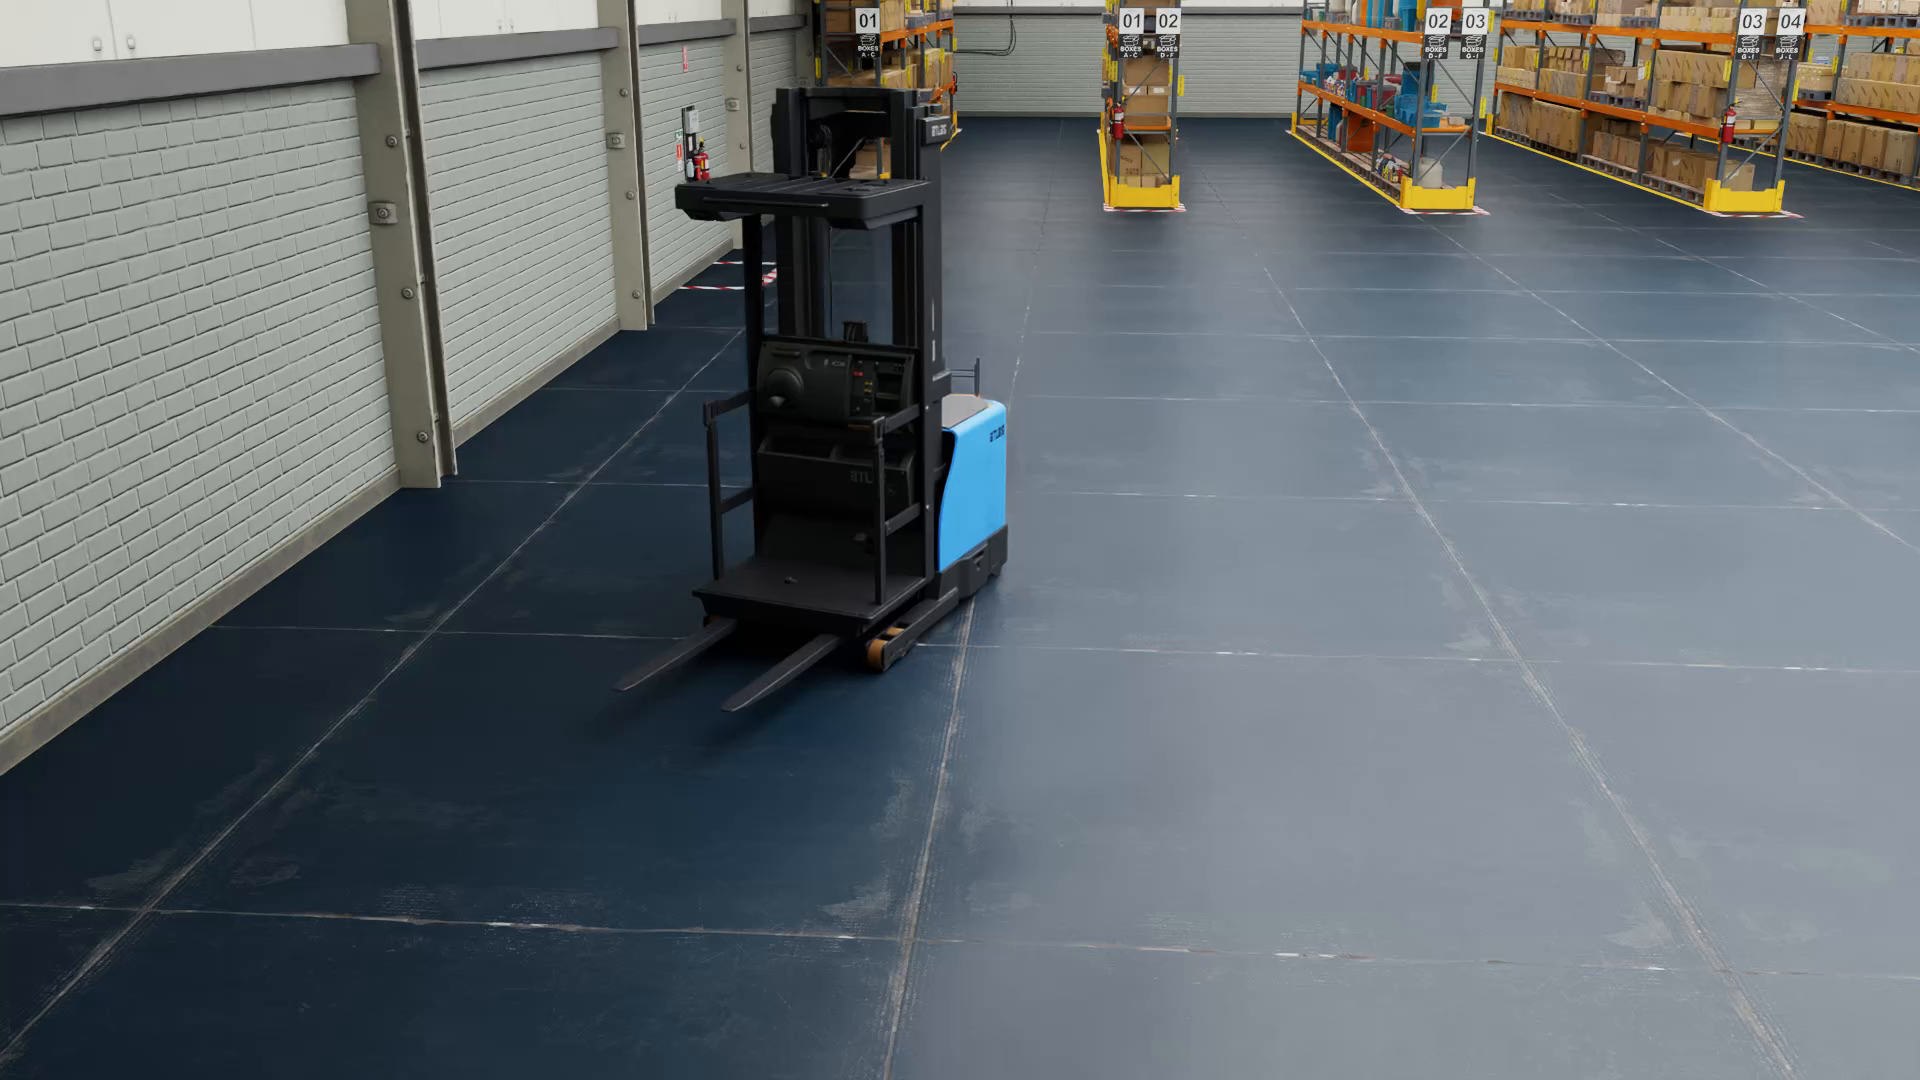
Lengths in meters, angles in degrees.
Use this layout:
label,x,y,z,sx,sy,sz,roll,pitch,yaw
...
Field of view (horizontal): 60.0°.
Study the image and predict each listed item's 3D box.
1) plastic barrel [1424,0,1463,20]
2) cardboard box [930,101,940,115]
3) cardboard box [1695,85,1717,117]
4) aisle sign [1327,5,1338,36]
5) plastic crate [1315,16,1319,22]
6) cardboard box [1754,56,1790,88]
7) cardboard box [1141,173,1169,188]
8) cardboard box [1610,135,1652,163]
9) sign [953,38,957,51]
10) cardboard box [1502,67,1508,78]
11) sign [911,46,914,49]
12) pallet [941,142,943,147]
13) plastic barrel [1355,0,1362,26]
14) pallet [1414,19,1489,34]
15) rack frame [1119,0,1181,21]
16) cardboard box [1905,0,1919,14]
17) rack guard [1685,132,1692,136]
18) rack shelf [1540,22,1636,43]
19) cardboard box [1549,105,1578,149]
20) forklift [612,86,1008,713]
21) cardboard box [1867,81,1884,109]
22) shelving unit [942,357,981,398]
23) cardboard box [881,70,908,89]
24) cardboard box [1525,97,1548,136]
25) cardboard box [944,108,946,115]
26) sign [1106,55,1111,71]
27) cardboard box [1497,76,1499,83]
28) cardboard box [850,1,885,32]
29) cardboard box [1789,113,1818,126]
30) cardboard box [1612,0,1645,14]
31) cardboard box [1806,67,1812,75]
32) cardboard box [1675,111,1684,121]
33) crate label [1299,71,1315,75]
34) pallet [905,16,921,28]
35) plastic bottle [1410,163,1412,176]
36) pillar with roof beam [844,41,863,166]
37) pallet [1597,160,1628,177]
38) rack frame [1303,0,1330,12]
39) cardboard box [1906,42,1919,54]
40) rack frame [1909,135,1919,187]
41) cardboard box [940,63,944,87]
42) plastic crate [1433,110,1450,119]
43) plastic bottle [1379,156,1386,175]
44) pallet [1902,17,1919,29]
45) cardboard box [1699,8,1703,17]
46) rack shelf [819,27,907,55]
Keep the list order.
label,x,y,z,sx,sy,sz,roll,pitch,yaw
plastic barrel,7.964,-8.983,27.340,0.600,0.830,0.708,1,18,4
cardboard box,-0.882,-9.922,39.164,0.750,0.750,0.750,1,18,5
cardboard box,12.979,-7.407,28.073,0.875,0.500,0.500,1,18,4
aisle sign,9.501,-13.221,42.279,0.394,0.787,0.004,1,18,4
plastic crate,8.628,-12.431,39.650,0.293,0.136,0.466,1,18,4
cardboard box,13.308,-7.719,27.418,0.500,0.500,0.500,1,18,4
cardboard box,3.376,-6.167,28.667,0.500,0.250,0.500,1,18,4
cardboard box,13.481,-7.839,33.336,0.700,0.500,0.500,3,18,9
sign,-0.138,-12.837,43.043,0.100,0.325,0.005,1,18,4
cardboard box,13.809,-11.625,41.346,0.500,0.250,0.500,1,18,3
sign,-1.232,-12.654,43.207,0.100,0.325,0.005,1,18,4
pallet,-0.945,-9.382,39.217,1.003,0.211,1.213,1,18,4
plastic barrel,8.354,-10.899,33.744,0.600,0.901,0.600,0,18,0
pallet,8.213,-8.591,27.810,1.003,0.211,1.213,1,18,4
rack frame,3.116,-9.963,26.877,1.000,3.000,0.127,1,18,4
cardboard box,18.092,-9.980,31.151,0.500,0.250,0.500,1,18,3
rack guard,19.078,-10.506,42.182,1.175,0.500,0.348,1,18,4
rack shelf,13.713,-11.079,36.256,1.077,0.370,4.000,1,18,4
cardboard box,13.712,-9.055,36.478,1.225,0.875,0.875,1,18,4
forklift,-0.764,-0.852,8.816,1.130,2.935,3.031,8,20,22
cardboard box,18.100,-8.677,32.427,0.500,0.500,0.500,1,18,3
shelving unit,-0.001,-0.566,10.722,0.258,1.200,0.189,1,18,4
cardboard box,-1.264,-8.605,31.371,0.500,0.500,0.500,1,18,4
cardboard box,13.984,-10.010,39.393,0.875,0.875,0.875,1,18,4
cardboard box,-0.731,-10.506,41.507,0.700,0.500,0.500,2,18,5
sign,3.147,-10.119,35.254,0.100,0.325,0.005,1,18,4
cardboard box,13.789,-11.637,42.024,0.380,0.149,0.250,1,18,5
cardboard box,-1.552,-8.802,27.960,0.500,0.500,0.500,2,18,5
cardboard box,18.375,-9.133,36.115,0.500,0.250,0.500,2,18,5
cardboard box,13.211,-10.631,32.770,0.500,0.500,0.500,1,18,2
cardboard box,18.127,-9.917,35.145,0.380,0.149,0.250,2,18,6
cardboard box,12.873,-7.487,29.358,0.380,0.149,0.250,1,18,4
crate label,8.857,-11.849,42.441,0.416,0.233,0.303,1,18,4
pallet,-1.388,-9.990,32.077,1.213,0.211,1.003,1,18,4
plastic bottle,8.421,-6.887,30.792,0.152,0.276,0.135,1,18,4
pillar with roof beam,2.086,-12.077,33.327,9.100,9.000,0.400,1,18,4
pallet,13.422,-7.429,33.256,1.003,0.211,1.213,1,18,4
rack frame,9.203,-14.821,41.702,1.000,3.000,0.127,1,18,4
cardboard box,23.709,-12.018,41.017,0.500,0.500,0.500,1,18,3
rack frame,18.223,-7.990,30.491,1.000,3.000,0.127,1,18,4
cardboard box,-0.910,-11.259,39.986,0.980,0.700,0.700,2,18,5
plastic crate,8.479,-7.608,29.747,0.530,0.136,0.437,1,18,4
plastic bottle,7.871,-6.952,30.869,0.144,0.351,0.185,2,18,5
pallet,18.240,-9.611,30.926,0.805,0.209,1.217,1,18,2
cardboard box,12.872,-9.015,28.401,0.380,0.149,0.250,0,18,1
rack shelf,-1.682,-8.926,29.686,1.077,0.370,4.000,1,18,4
